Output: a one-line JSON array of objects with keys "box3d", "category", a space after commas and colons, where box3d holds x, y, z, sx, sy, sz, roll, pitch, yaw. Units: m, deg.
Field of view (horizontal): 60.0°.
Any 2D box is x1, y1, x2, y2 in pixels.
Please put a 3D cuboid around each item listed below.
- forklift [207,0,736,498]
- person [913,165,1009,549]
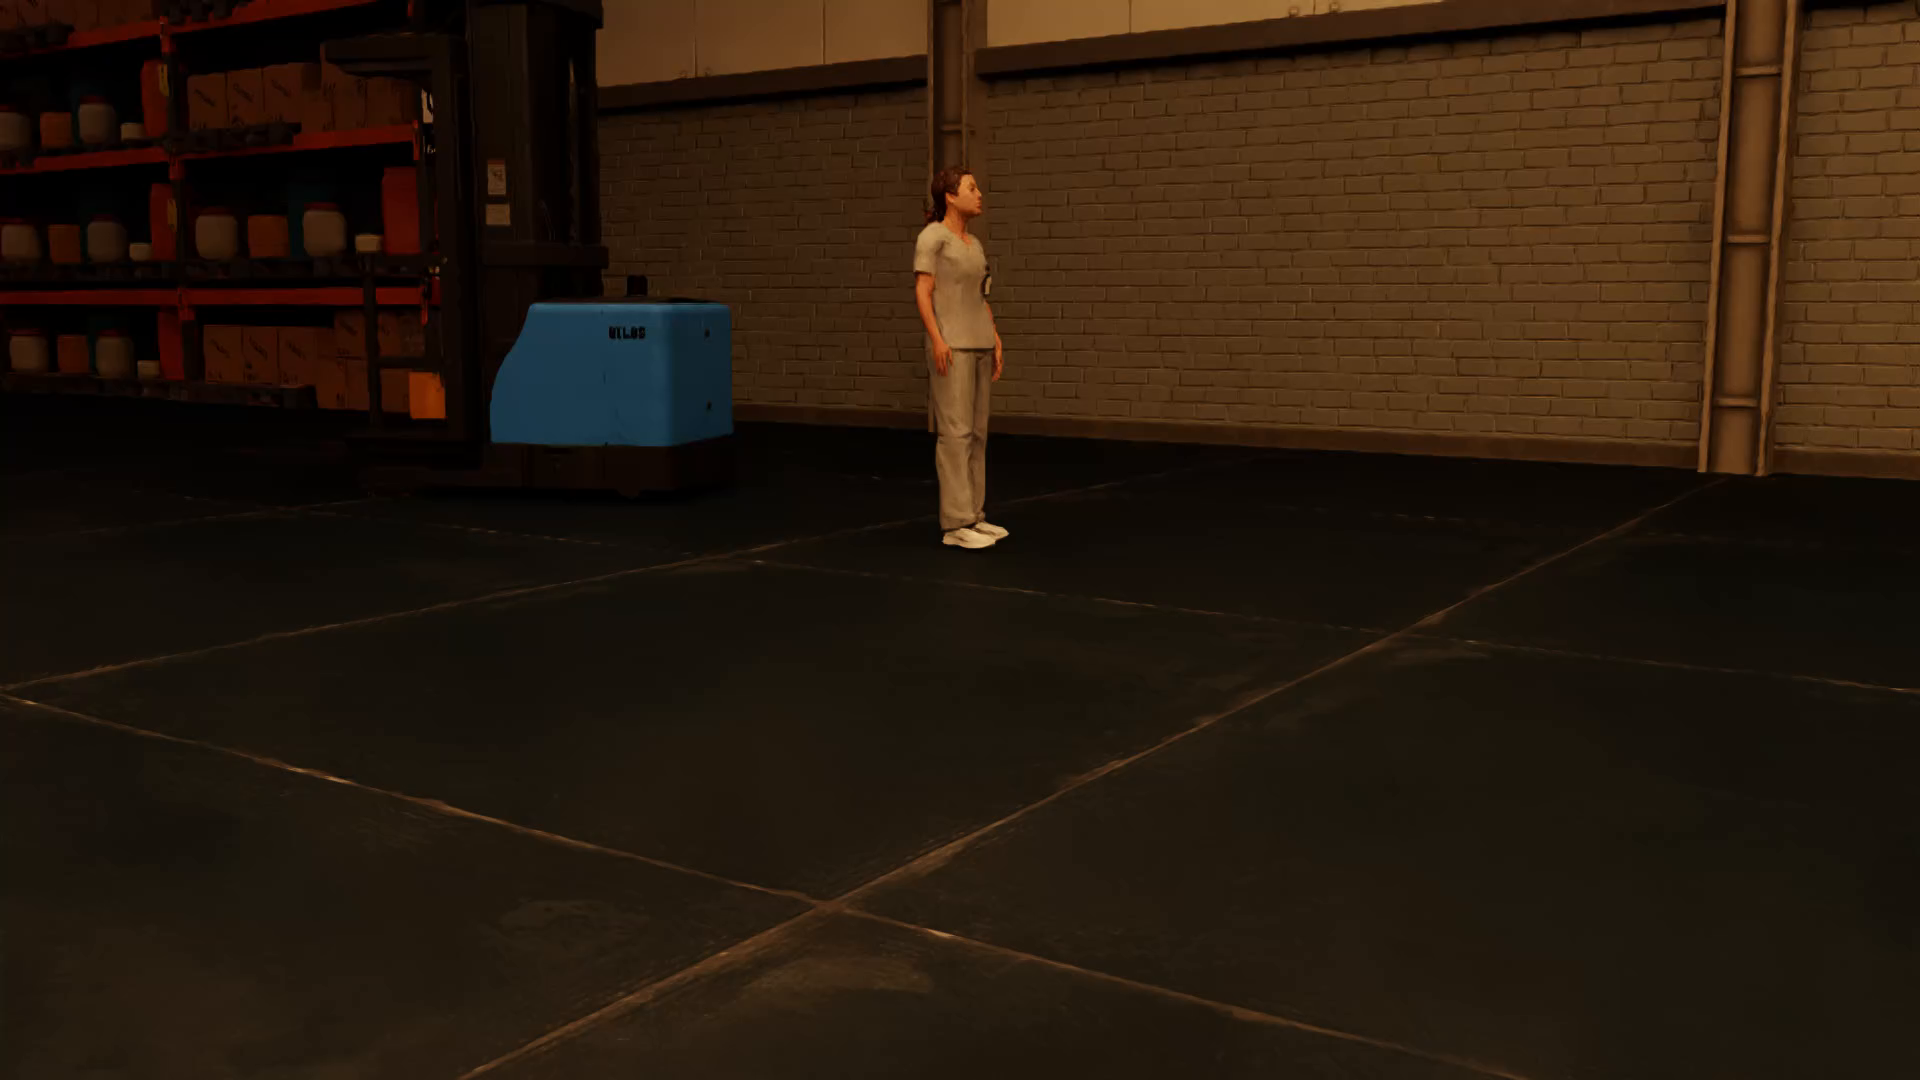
[{"box3d": [-2.901, -1.764, 9.599, 3.031, 2.935, 1.130, 2, 8, 14], "category": "forklift"}, {"box3d": [0.054, -0.829, 7.433, 0.548, 1.674, 0.550, 5, 10, 34], "category": "person"}]
